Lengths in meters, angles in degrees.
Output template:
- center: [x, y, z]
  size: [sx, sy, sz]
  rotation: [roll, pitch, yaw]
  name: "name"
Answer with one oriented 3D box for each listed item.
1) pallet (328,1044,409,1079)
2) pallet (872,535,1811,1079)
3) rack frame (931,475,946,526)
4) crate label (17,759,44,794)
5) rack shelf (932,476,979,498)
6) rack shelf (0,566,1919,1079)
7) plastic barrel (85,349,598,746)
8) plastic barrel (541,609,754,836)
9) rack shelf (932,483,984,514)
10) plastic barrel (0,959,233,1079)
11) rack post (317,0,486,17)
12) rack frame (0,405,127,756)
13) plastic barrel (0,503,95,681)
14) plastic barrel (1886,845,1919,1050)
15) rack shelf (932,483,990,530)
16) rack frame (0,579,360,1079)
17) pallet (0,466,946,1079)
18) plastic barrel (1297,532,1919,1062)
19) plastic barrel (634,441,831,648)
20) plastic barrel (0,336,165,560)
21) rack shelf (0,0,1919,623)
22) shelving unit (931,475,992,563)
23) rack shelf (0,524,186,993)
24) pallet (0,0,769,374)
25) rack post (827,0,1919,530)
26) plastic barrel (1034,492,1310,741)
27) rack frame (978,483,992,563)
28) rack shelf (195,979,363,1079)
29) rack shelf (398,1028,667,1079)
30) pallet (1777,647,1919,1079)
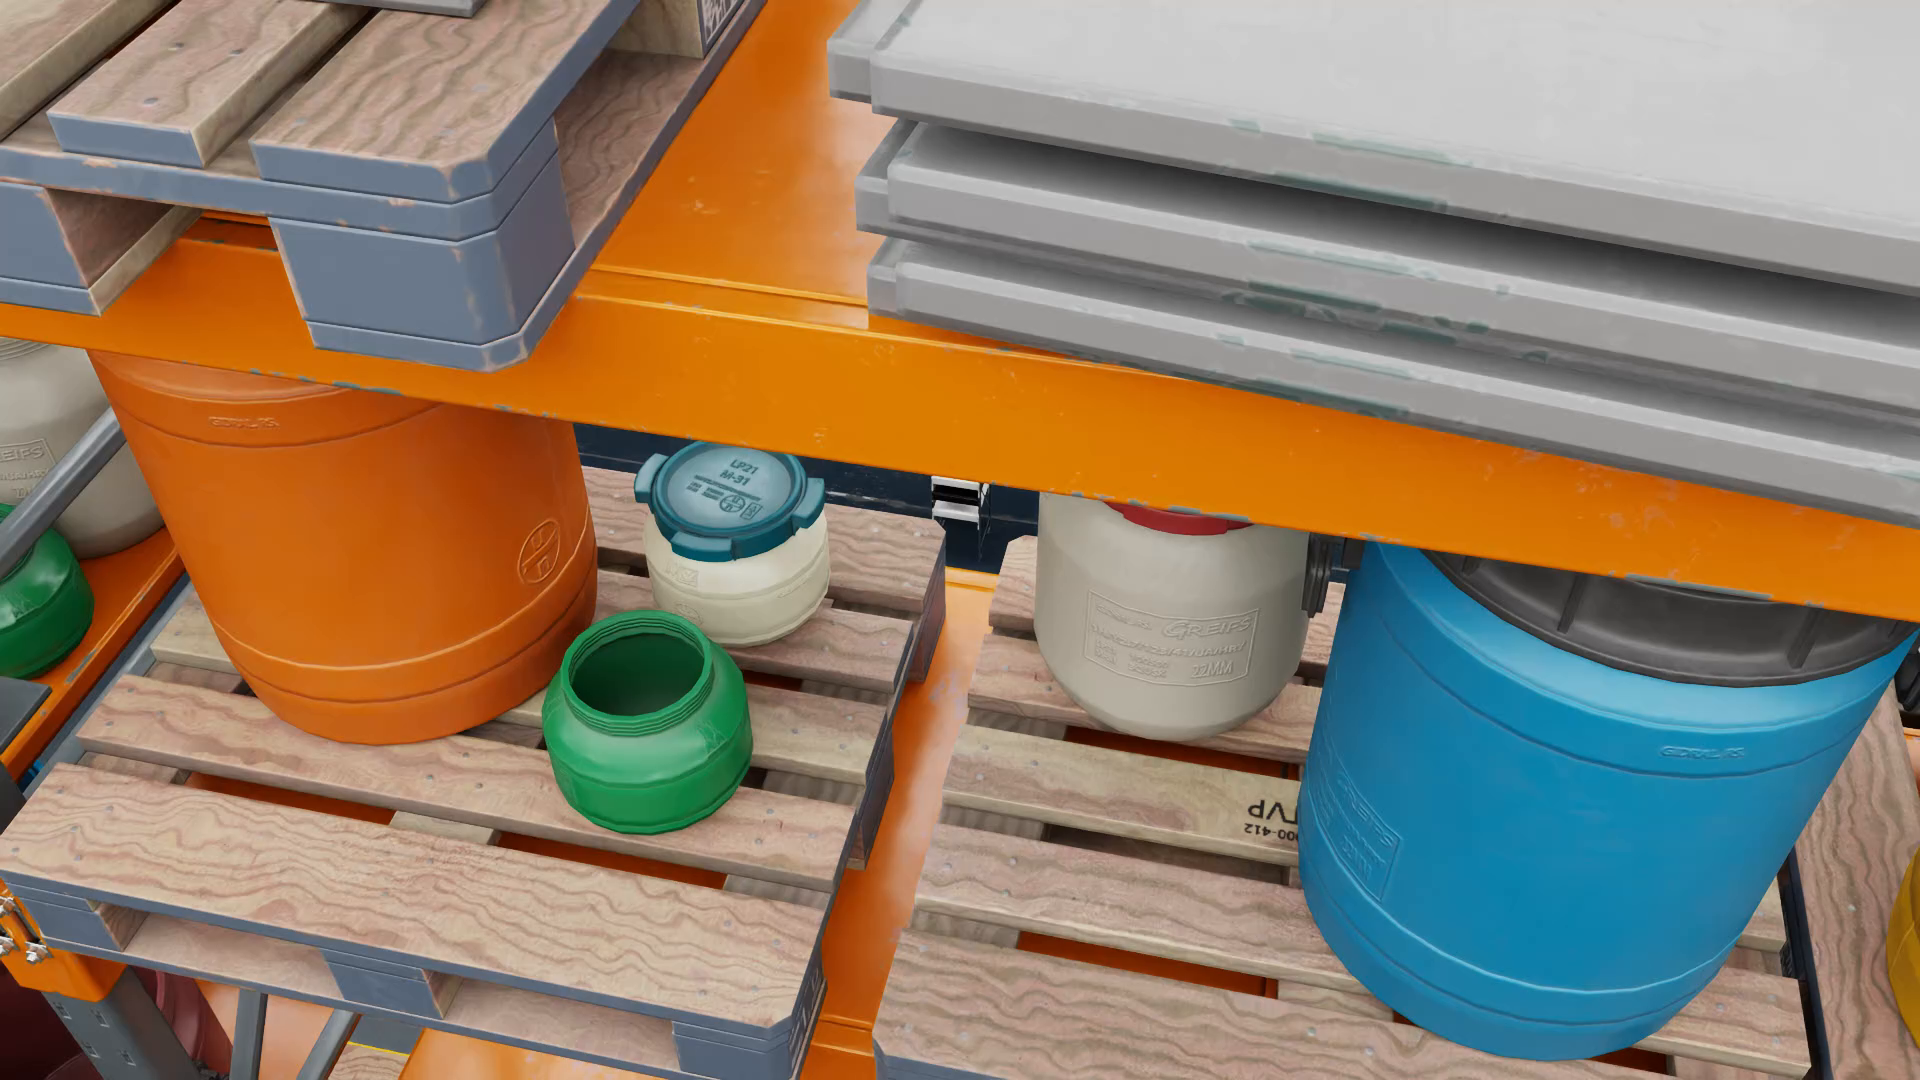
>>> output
- center: [-2.186, 1.983, 4.997]
  size: [1.213, 0.211, 1.003]
  rotation: [9, 45, 9]
  name: "pallet"
- center: [0.572, 0.493, 2.508]
  size: [1.213, 0.211, 1.003]
  rotation: [9, 45, 9]
  name: "pallet"
- center: [-0.091, -0.338, 6.913]
  size: [0.006, 0.900, 0.240]
  rotation: [9, 45, 9]
  name: "rack frame"
- center: [-2.349, 0.776, 4.215]
  size: [0.616, 0.435, 0.502]
  rotation: [9, 45, 9]
  name: "crate label"
- center: [0.008, -0.299, 6.920]
  size: [0.200, 0.077, 0.258]
  rotation: [9, 45, 9]
  name: "rack shelf"
- center: [0.514, 0.604, 2.776]
  size: [4.000, 0.370, 1.077]
  rotation: [9, 45, 9]
  name: "rack shelf"
- center: [-0.885, -0.177, 2.455]
  size: [0.708, 0.830, 0.600]
  rotation: [9, 45, 9]
  name: "plastic barrel"
- center: [-0.454, 0.262, 2.421]
  size: [0.294, 0.245, 0.294]
  rotation: [0, 44, 0]
  name: "plastic barrel"
- center: [0.008, -0.234, 6.982]
  size: [0.200, 0.077, 0.258]
  rotation: [9, 45, 9]
  name: "rack shelf"
- center: [-1.957, 1.208, 3.694]
  size: [0.708, 0.536, 0.600]
  rotation: [9, 45, 9]
  name: "plastic barrel"
- center: [-0.722, -0.930, 1.742]
  size: [0.937, 0.300, 0.954]
  rotation: [9, 45, 9]
  name: "rack post"
- center: [-1.438, -1.039, 1.801]
  size: [0.127, 3.000, 1.000]
  rotation: [9, 45, 9]
  name: "rack frame"
- center: [-1.690, 0.095, 2.898]
  size: [0.294, 0.245, 0.294]
  rotation: [0, 44, 0]
  name: "plastic barrel"
- center: [1.530, 0.427, 2.002]
  size: [0.600, 0.588, 0.600]
  rotation: [0, 44, 0]
  name: "plastic barrel"
- center: [0.008, -0.169, 7.045]
  size: [0.200, 0.077, 0.258]
  rotation: [9, 45, 9]
  name: "rack shelf"
- center: [-1.438, 1.122, 3.881]
  size: [0.127, 3.000, 1.000]
  rotation: [9, 45, 9]
  name: "rack frame"
- center: [-0.713, 0.292, 2.717]
  size: [1.213, 0.211, 1.003]
  rotation: [9, 45, 9]
  name: "pallet"
- center: [0.766, 0.160, 2.053]
  size: [0.708, 0.901, 0.600]
  rotation: [9, 45, 9]
  name: "plastic barrel"
- center: [-0.360, 0.003, 2.678]
  size: [0.301, 0.262, 0.301]
  rotation: [0, 44, 0]
  name: "plastic barrel"
- center: [-1.674, -0.253, 3.066]
  size: [0.421, 0.512, 0.421]
  rotation: [0, 44, 0]
  name: "plastic barrel"
- center: [0.514, -0.333, 1.874]
  size: [4.000, 0.370, 1.077]
  rotation: [9, 45, 9]
  name: "rack shelf"
- center: [0.008, -0.323, 6.897]
  size: [0.210, 0.900, 0.258]
  rotation: [9, 45, 9]
  name: "shelving unit"
- center: [-3.390, -0.002, 3.405]
  size: [4.000, 0.370, 1.077]
  rotation: [9, 45, 9]
  name: "rack shelf"
- center: [-0.741, -0.697, 1.870]
  size: [1.003, 0.211, 1.213]
  rotation: [9, 45, 9]
  name: "pallet"
- center: [0.462, -0.474, 1.574]
  size: [0.954, 0.300, 0.937]
  rotation: [13, 45, 13]
  name: "rack post"
- center: [0.325, 0.008, 2.475]
  size: [0.433, 0.535, 0.433]
  rotation: [0, 44, 0]
  name: "plastic barrel"
- center: [0.107, -0.308, 6.881]
  size: [0.006, 0.900, 0.240]
  rotation: [9, 45, 9]
  name: "rack frame"
- center: [-3.390, 1.079, 4.445]
  size: [4.000, 0.370, 1.077]
  rotation: [9, 45, 9]
  name: "rack shelf"
- center: [0.514, 1.684, 3.816]
  size: [4.000, 0.370, 1.077]
  rotation: [9, 45, 9]
  name: "rack shelf"
- center: [1.679, 0.663, 2.332]
  size: [1.003, 0.211, 1.213]
  rotation: [9, 45, 9]
  name: "pallet"
